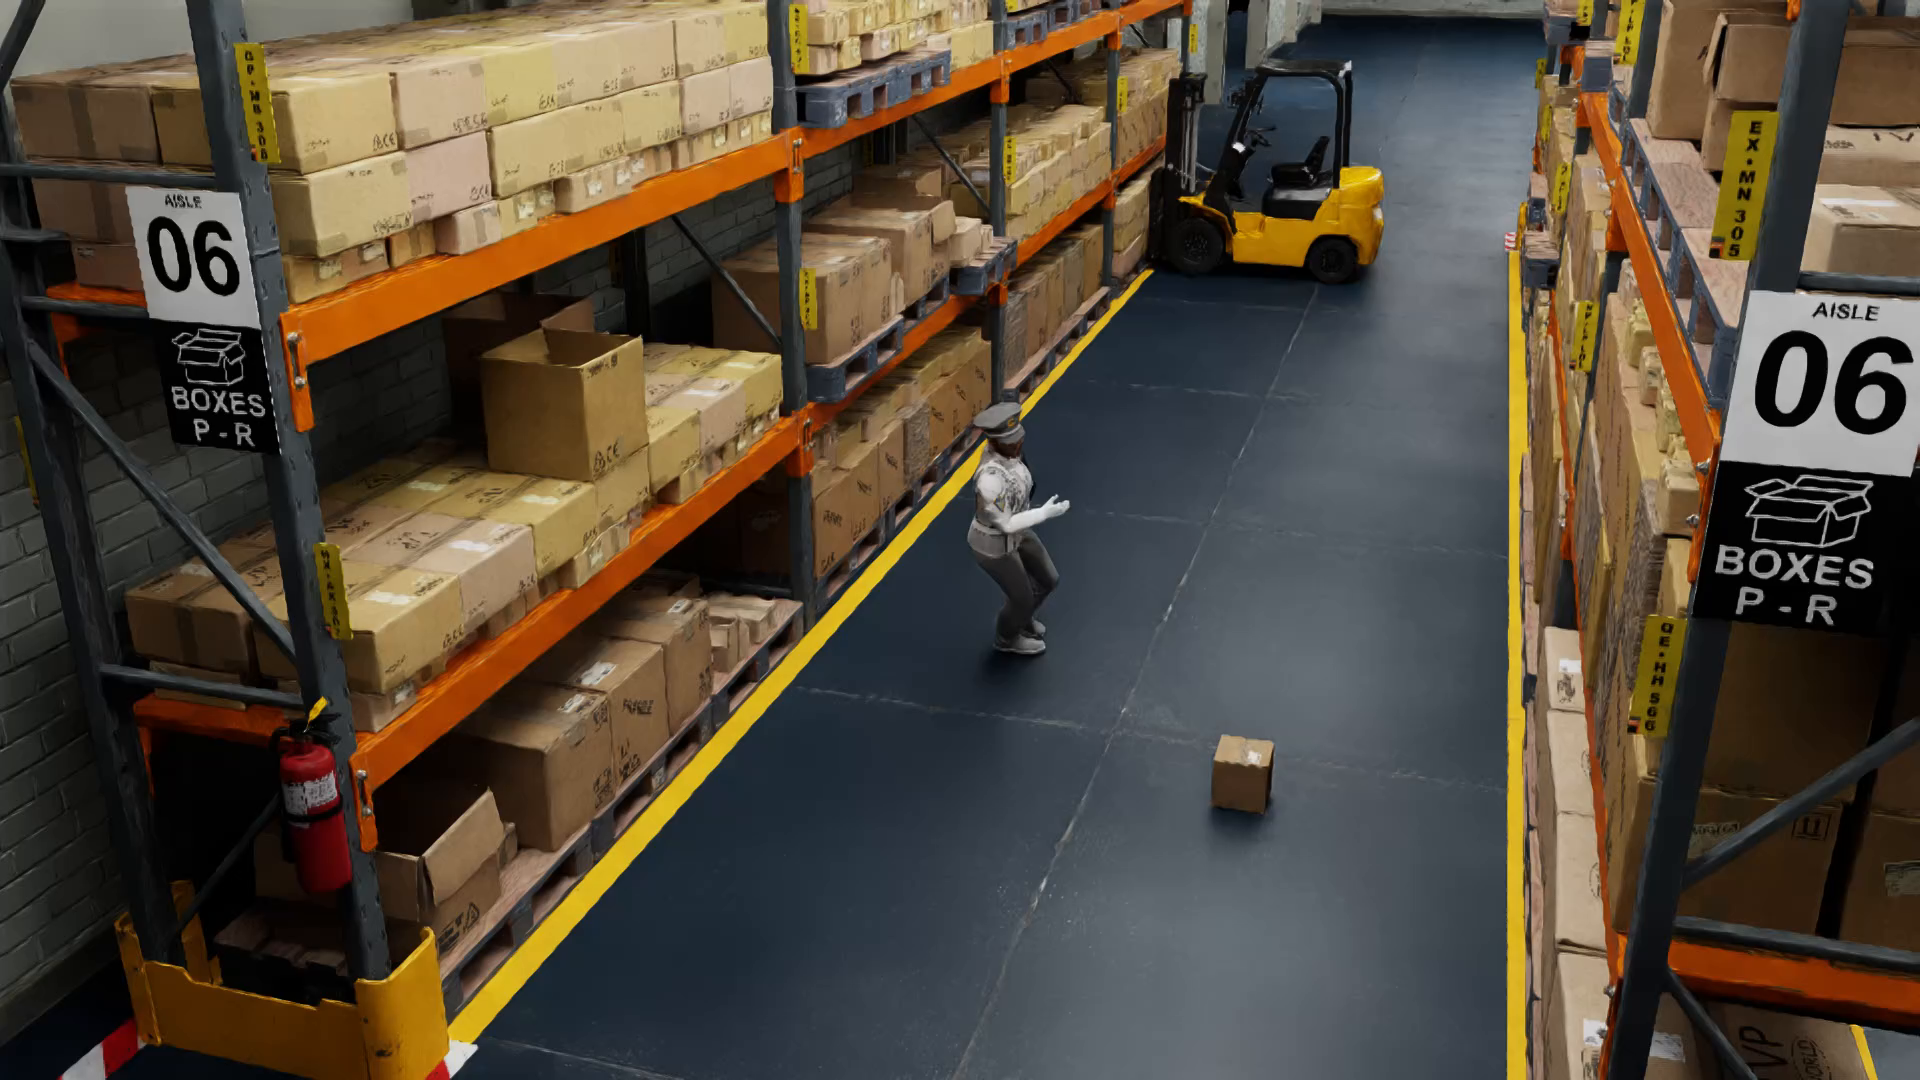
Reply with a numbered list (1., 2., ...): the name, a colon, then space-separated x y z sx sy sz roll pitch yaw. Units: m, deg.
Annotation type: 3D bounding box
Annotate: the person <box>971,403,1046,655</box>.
1. person: 0.273 -0.037 8.830 0.312 1.537 0.850 6 23 14
